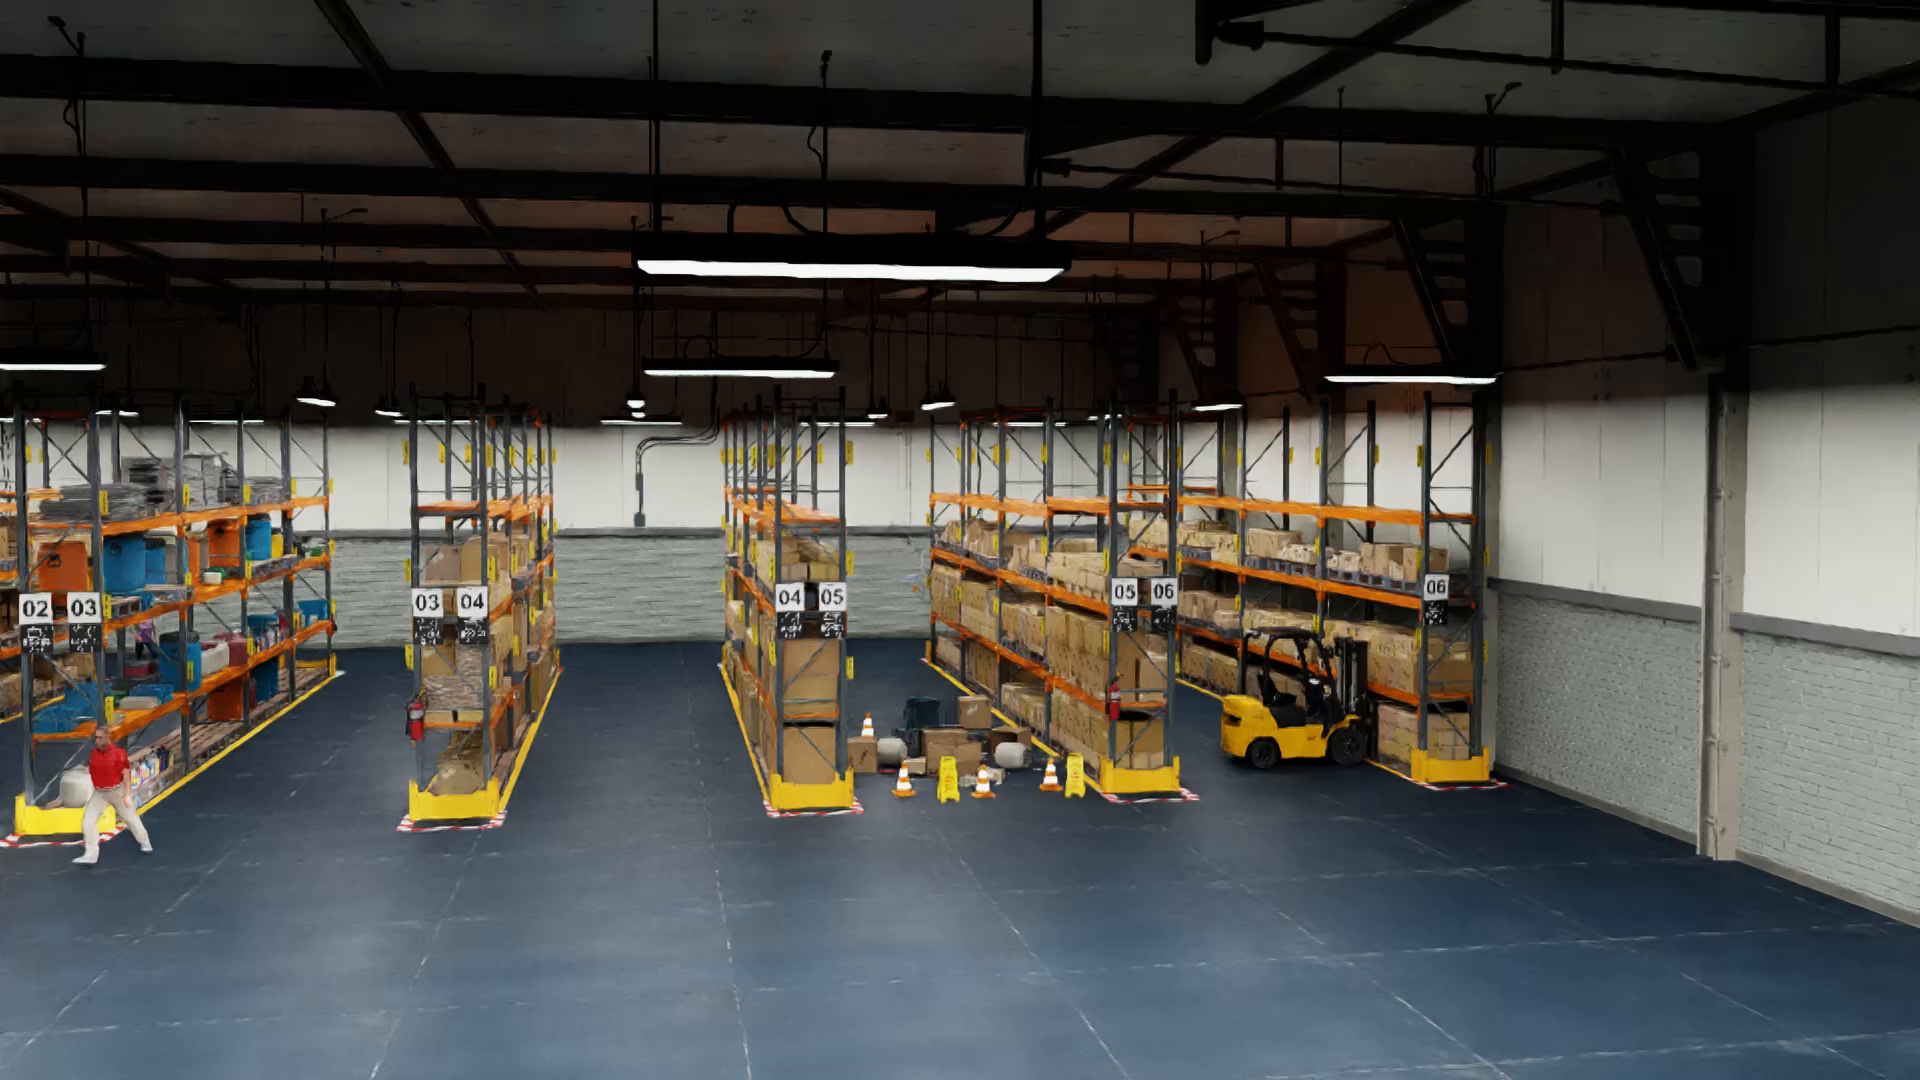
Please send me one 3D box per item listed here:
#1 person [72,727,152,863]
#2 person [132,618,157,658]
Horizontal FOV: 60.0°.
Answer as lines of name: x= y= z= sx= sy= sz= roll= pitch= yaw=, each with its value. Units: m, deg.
person: x=-10.500 y=3.122 z=20.613 sx=0.584 sy=1.661 sz=0.978 roll=1 pitch=3 yaw=10
person: x=-18.609 y=2.301 z=37.994 sx=0.561 sy=1.528 sz=0.777 roll=-2 pitch=3 yaw=-30
